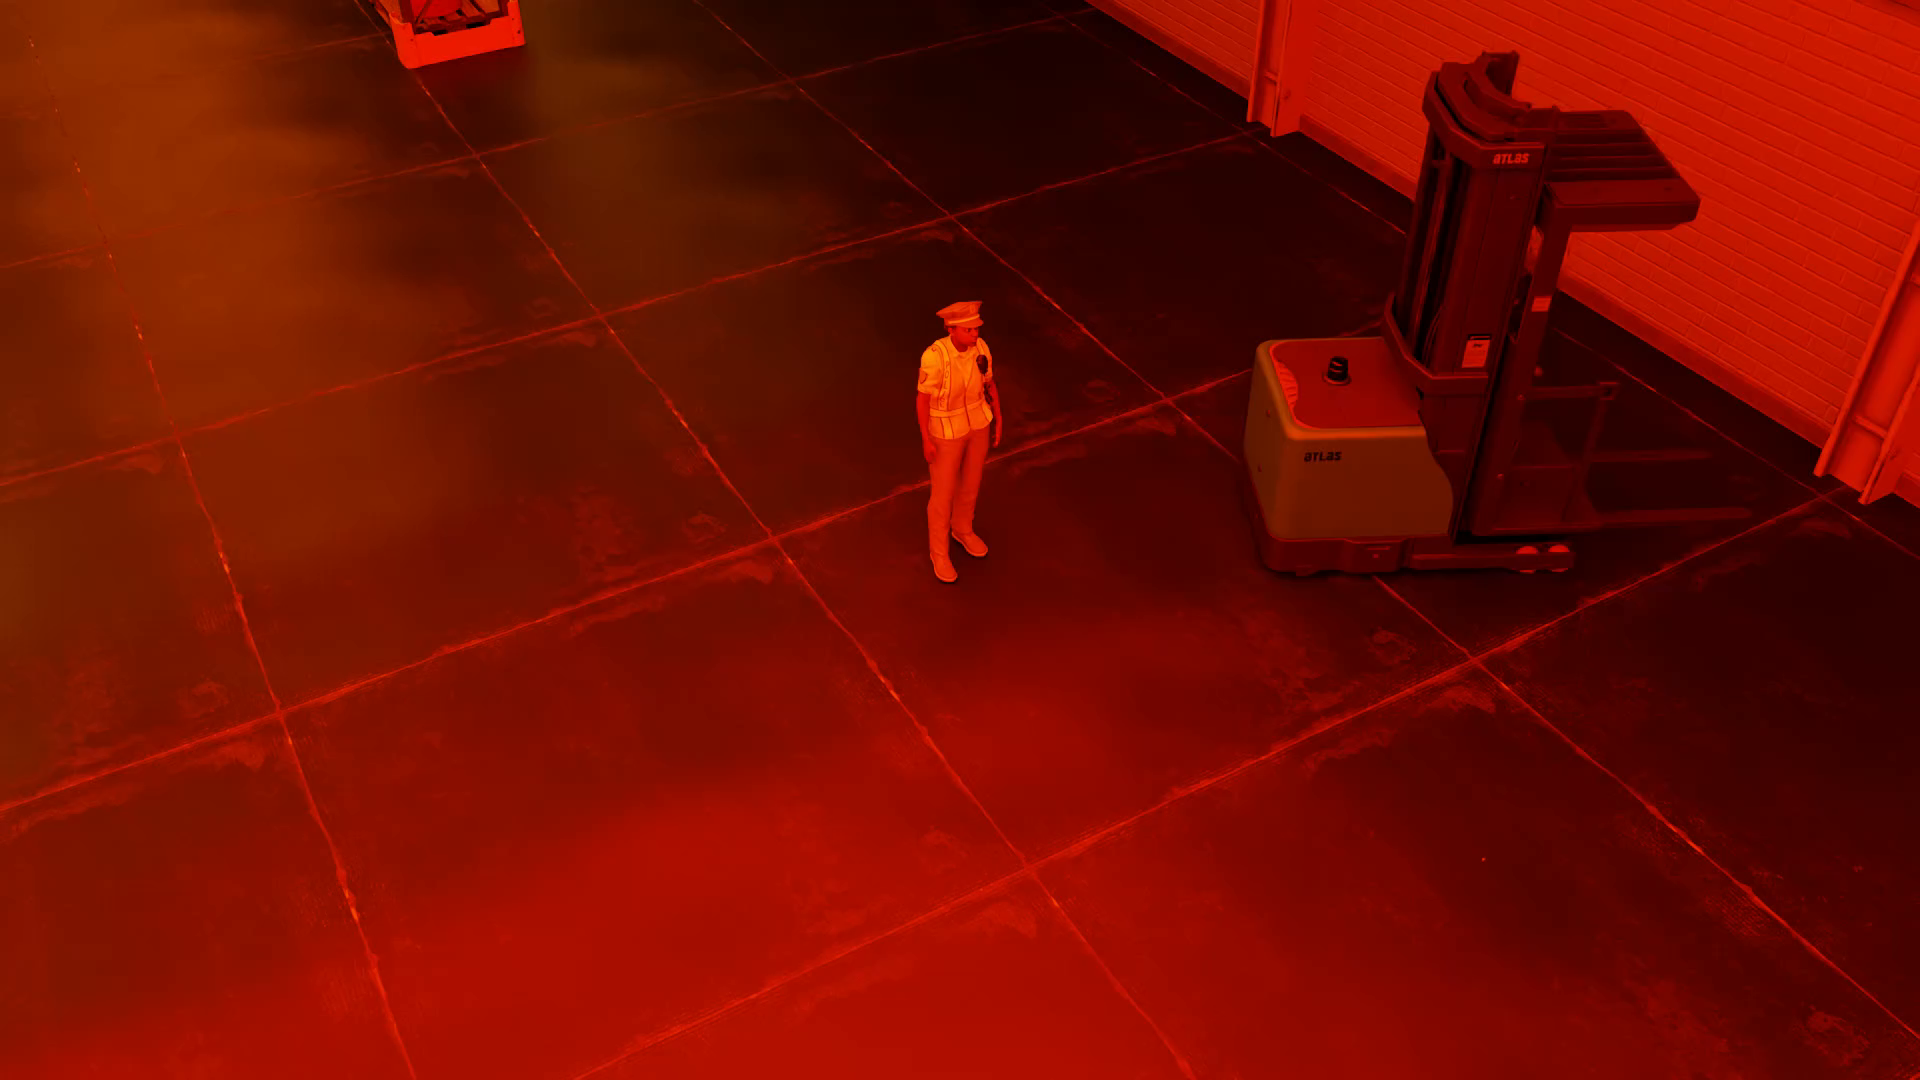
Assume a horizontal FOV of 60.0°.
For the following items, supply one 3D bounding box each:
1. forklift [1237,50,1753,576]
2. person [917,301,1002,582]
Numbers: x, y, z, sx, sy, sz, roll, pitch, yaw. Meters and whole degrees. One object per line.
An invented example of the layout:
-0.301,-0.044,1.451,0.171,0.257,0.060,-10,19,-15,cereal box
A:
3.320,-1.265,9.561,3.031,2.935,1.130,-2,40,-2,forklift
0.020,-0.610,9.729,0.570,1.695,0.530,-20,44,-23,person
